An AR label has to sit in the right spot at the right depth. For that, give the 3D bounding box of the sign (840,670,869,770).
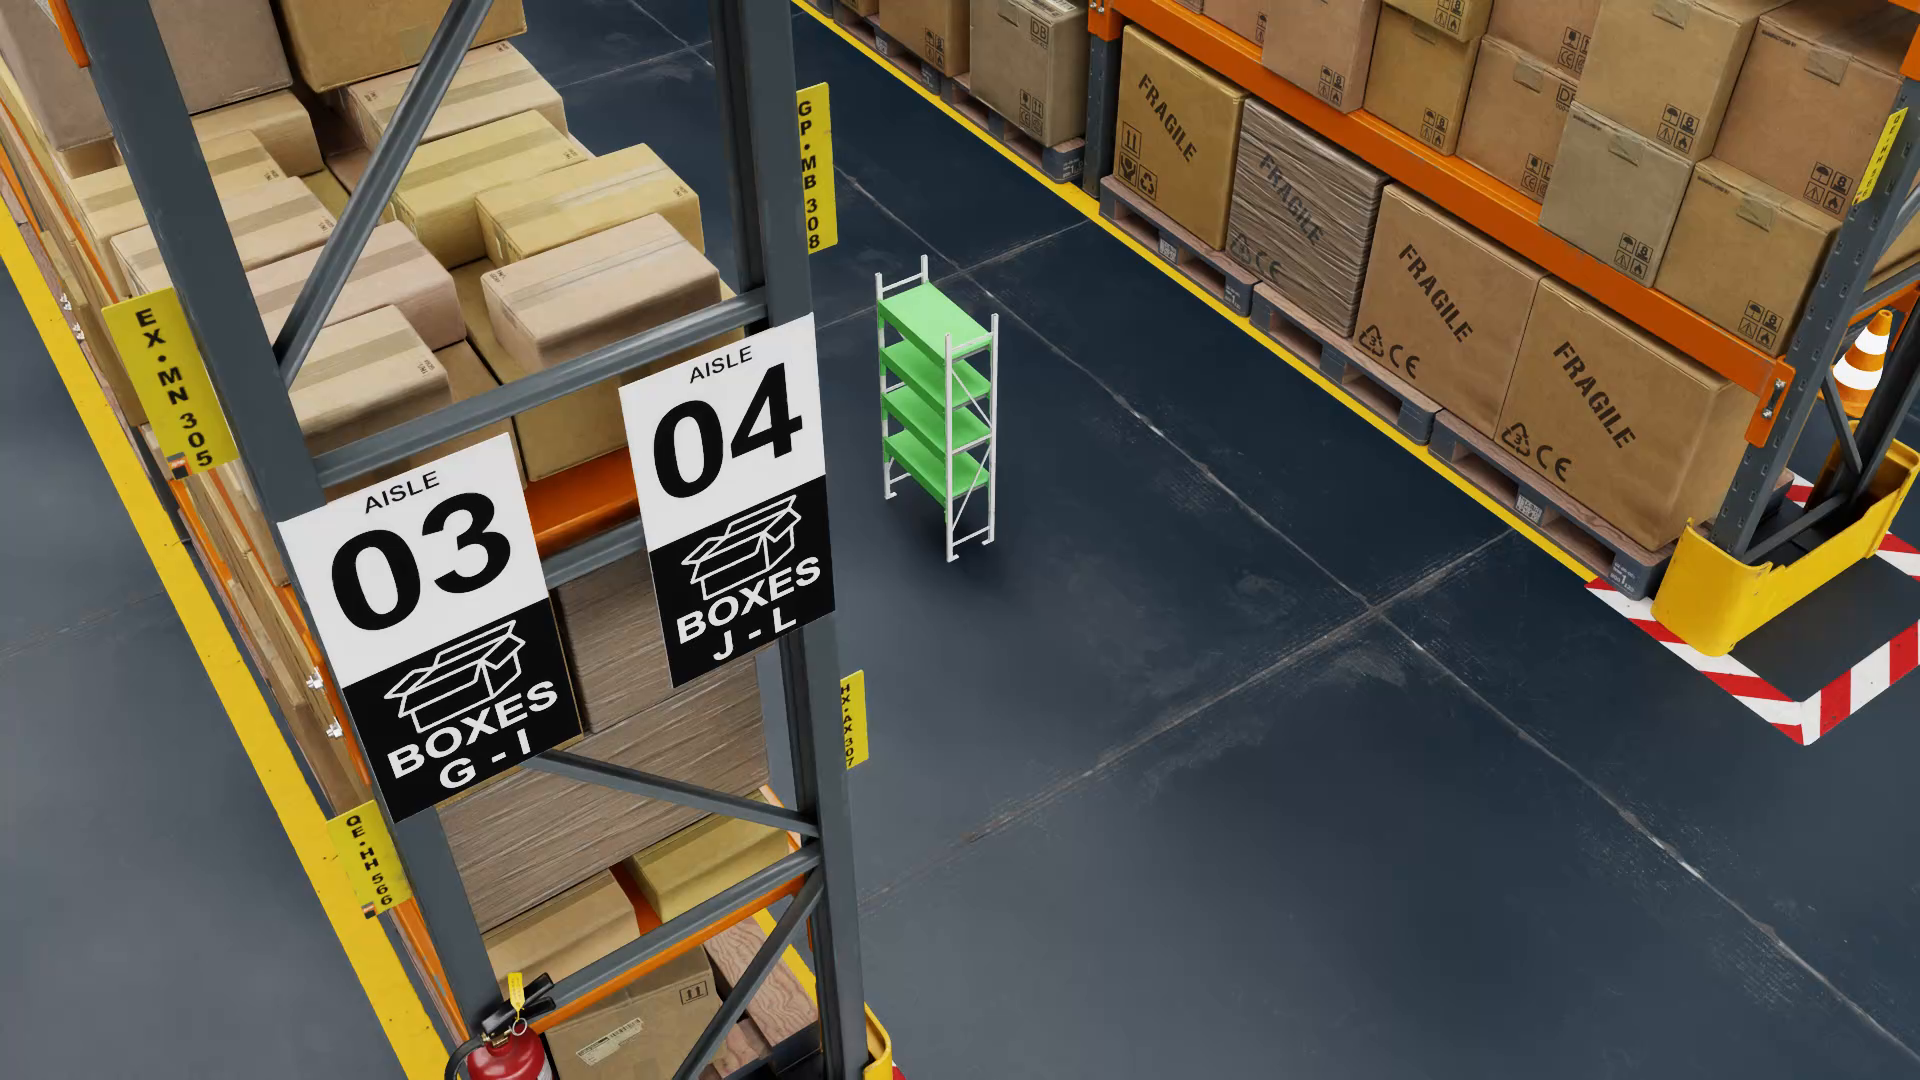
[{"bbox_3d":[-0.268,0.441,3.980,0.100,0.325,0.005,-26,49,-24],"label":"sign"}]

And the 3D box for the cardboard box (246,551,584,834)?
[{"bbox_3d":[-1.231,0.249,3.796,0.500,0.500,0.500,-26,49,-24],"label":"cardboard box"}]

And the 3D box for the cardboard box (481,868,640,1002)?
[{"bbox_3d":[-1.046,0.979,4.225,0.380,0.149,0.250,-26,49,-24],"label":"cardboard box"}]

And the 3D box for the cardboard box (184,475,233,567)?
[{"bbox_3d":[-1.805,-0.316,4.388,0.500,0.500,0.500,-26,49,-24],"label":"cardboard box"}]

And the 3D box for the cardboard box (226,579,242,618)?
[{"bbox_3d":[-1.990,0.171,5.071,0.380,0.149,0.250,-26,49,-24],"label":"cardboard box"}]

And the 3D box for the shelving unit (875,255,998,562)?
[{"bbox_3d":[-0.095,-0.528,6.925,0.258,1.200,0.503,-26,49,-24],"label":"shelving unit"}]

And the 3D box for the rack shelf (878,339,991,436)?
[{"bbox_3d":[-0.095,-0.655,6.803,0.258,0.148,0.480,-26,49,-24],"label":"rack shelf"}]

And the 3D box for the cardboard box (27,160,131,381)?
[{"bbox_3d":[-2.380,-0.882,4.980,0.500,0.500,0.500,-26,49,-24],"label":"cardboard box"}]

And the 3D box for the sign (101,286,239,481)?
[{"bbox_3d":[-1.180,-0.229,2.495,0.100,0.325,0.005,-26,49,-24],"label":"sign"}]

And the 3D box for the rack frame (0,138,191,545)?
[{"bbox_3d":[-3.002,-1.297,6.428,1.000,3.000,0.127,-26,49,-24],"label":"rack frame"}]

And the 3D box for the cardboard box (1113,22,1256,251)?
[{"bbox_3d":[1.427,-2.199,8.607,0.875,0.875,0.875,-25,49,-24],"label":"cardboard box"}]

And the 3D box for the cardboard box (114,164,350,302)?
[{"bbox_3d":[-1.485,-0.517,3.547,0.500,0.250,0.500,-25,49,-24],"label":"cardboard box"}]

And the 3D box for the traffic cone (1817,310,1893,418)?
[{"bbox_3d":[4.274,-0.878,7.826,0.336,0.463,0.334,-26,49,-24],"label":"traffic cone"}]

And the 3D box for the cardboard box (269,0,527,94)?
[{"bbox_3d":[-1.341,-1.389,3.701,0.500,0.500,0.500,-26,49,-25],"label":"cardboard box"}]

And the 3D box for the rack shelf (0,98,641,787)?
[{"bbox_3d":[-1.857,-0.989,4.454,1.077,0.370,4.000,-26,49,-24],"label":"rack shelf"}]

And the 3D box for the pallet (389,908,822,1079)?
[{"bbox_3d":[-1.193,1.460,5.559,1.003,0.211,1.213,-26,49,-24],"label":"pallet"}]

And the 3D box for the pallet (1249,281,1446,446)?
[{"bbox_3d":[2.197,-1.038,8.175,1.003,0.211,1.213,-26,49,-24],"label":"pallet"}]

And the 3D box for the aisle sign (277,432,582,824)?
[{"bbox_3d":[-0.924,0.181,2.996,0.394,0.787,0.004,-26,49,-24],"label":"aisle sign"}]

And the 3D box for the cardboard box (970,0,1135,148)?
[{"bbox_3d":[0.695,-2.854,9.383,1.050,0.750,0.750,-26,49,-25],"label":"cardboard box"}]

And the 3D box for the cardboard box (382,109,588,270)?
[{"bbox_3d":[-0.996,-0.734,3.485,0.380,0.149,0.250,-27,50,-25],"label":"cardboard box"}]

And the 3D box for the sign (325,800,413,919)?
[{"bbox_3d":[-1.180,0.643,3.328,0.100,0.325,0.005,-26,49,-24],"label":"sign"}]

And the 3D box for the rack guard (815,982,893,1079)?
[{"bbox_3d":[-0.757,1.829,4.963,1.175,0.500,0.348,-26,49,-24],"label":"rack guard"}]

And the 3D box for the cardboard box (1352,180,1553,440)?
[{"bbox_3d":[2.465,-1.173,7.532,0.875,0.875,0.875,-26,50,-25],"label":"cardboard box"}]

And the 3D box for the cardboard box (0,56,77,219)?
[{"bbox_3d":[-2.064,-1.093,4.150,0.500,0.250,0.500,-27,50,-25],"label":"cardboard box"}]

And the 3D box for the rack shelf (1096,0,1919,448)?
[{"bbox_3d":[2.269,-1.807,7.482,1.077,0.370,4.000,-26,49,-24],"label":"rack shelf"}]

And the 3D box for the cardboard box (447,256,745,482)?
[{"bbox_3d":[-0.777,-0.438,3.463,0.500,0.250,0.500,-24,49,-23],"label":"cardboard box"}]

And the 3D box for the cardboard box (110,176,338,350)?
[{"bbox_3d":[-1.427,-0.546,3.288,0.380,0.149,0.250,-28,50,-26],"label":"cardboard box"}]

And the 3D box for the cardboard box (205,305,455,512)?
[{"bbox_3d":[-1.128,-0.241,2.969,0.380,0.149,0.250,-26,49,-24],"label":"cardboard box"}]

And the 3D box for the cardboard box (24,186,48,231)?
[{"bbox_3d":[-2.795,-1.162,5.998,0.875,0.500,0.500,-26,49,-24],"label":"cardboard box"}]

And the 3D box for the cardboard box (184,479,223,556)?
[{"bbox_3d":[-1.917,-0.322,5.118,0.875,0.500,0.500,-26,49,-24],"label":"cardboard box"}]

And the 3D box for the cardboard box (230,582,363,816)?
[{"bbox_3d":[-1.390,0.266,4.502,0.875,0.500,0.500,-26,49,-24],"label":"cardboard box"}]

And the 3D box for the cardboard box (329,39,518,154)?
[{"bbox_3d":[-1.229,-1.055,3.822,0.380,0.149,0.250,-26,49,-25],"label":"cardboard box"}]

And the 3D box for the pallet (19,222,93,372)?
[{"bbox_3d":[-4.150,-1.421,8.576,1.003,0.211,1.213,-26,49,-24],"label":"pallet"}]

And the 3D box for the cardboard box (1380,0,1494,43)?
[{"bbox_3d":[2.223,-2.499,6.796,0.875,0.550,0.500,-26,49,-24],"label":"cardboard box"}]

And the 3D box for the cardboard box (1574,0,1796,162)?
[{"bbox_3d":[2.842,-1.879,6.147,0.875,0.550,0.550,-26,49,-24],"label":"cardboard box"}]

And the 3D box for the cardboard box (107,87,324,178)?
[{"bbox_3d":[-1.630,-0.868,3.626,0.380,0.149,0.250,-25,49,-24],"label":"cardboard box"}]

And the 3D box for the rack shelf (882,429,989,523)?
[{"bbox_3d":[-0.095,-0.308,7.135,0.258,0.148,0.480,-26,49,-24],"label":"rack shelf"}]

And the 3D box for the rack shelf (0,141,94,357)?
[{"bbox_3d":[-4.146,-2.170,7.863,1.077,0.370,4.000,-26,49,-24],"label":"rack shelf"}]

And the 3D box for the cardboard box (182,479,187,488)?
[{"bbox_3d":[-2.390,-0.268,5.531,0.380,0.149,0.250,-26,49,-24],"label":"cardboard box"}]

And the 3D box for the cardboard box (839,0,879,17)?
[{"bbox_3d":[-0.386,-3.929,10.509,1.050,0.750,0.750,-25,49,-24],"label":"cardboard box"}]

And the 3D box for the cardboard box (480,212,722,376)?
[{"bbox_3d":[-0.681,-0.454,3.192,0.380,0.149,0.250,-26,49,-25],"label":"cardboard box"}]

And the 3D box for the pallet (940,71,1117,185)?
[{"bbox_3d":[0.621,-2.598,9.810,1.003,0.211,1.213,-26,49,-24],"label":"pallet"}]

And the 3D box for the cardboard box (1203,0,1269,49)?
[{"bbox_3d":[1.678,-2.747,7.837,0.875,0.550,0.550,-26,49,-24],"label":"cardboard box"}]

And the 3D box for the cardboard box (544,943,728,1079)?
[{"bbox_3d":[-1.057,1.360,5.150,0.500,0.500,0.500,-17,46,-17],"label":"cardboard box"}]

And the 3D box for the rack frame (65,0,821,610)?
[{"bbox_3d":[-0.713,-1.202,1.983,1.000,3.000,0.127,-26,49,-24],"label":"rack frame"}]

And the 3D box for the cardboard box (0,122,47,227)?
[{"bbox_3d":[-2.953,-1.447,5.573,0.500,0.500,0.500,-26,49,-24],"label":"cardboard box"}]

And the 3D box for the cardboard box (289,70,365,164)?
[{"bbox_3d":[-1.357,-1.009,4.062,0.500,0.250,0.500,-26,49,-25],"label":"cardboard box"}]

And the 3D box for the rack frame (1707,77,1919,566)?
[{"bbox_3d":[3.413,-0.934,6.047,1.000,3.000,0.127,-26,49,-24],"label":"rack frame"}]

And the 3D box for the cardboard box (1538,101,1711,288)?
[{"bbox_3d":[2.831,-1.483,6.514,0.875,0.550,0.550,-26,49,-24],"label":"cardboard box"}]

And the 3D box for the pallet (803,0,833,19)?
[{"bbox_3d":[-0.775,-3.980,11.257,1.003,0.211,1.213,-26,49,-24],"label":"pallet"}]

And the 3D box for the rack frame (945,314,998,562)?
[{"bbox_3d":[0.045,-0.390,6.780,0.240,1.200,0.015,-26,49,-24],"label":"rack frame"}]

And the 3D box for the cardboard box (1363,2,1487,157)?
[{"bbox_3d":[2.276,-2.134,7.195,0.875,0.550,0.500,-26,49,-24],"label":"cardboard box"}]

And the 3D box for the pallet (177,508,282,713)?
[{"bbox_3d":[-2.588,0.078,7.007,1.003,0.211,1.213,-26,49,-24],"label":"pallet"}]
